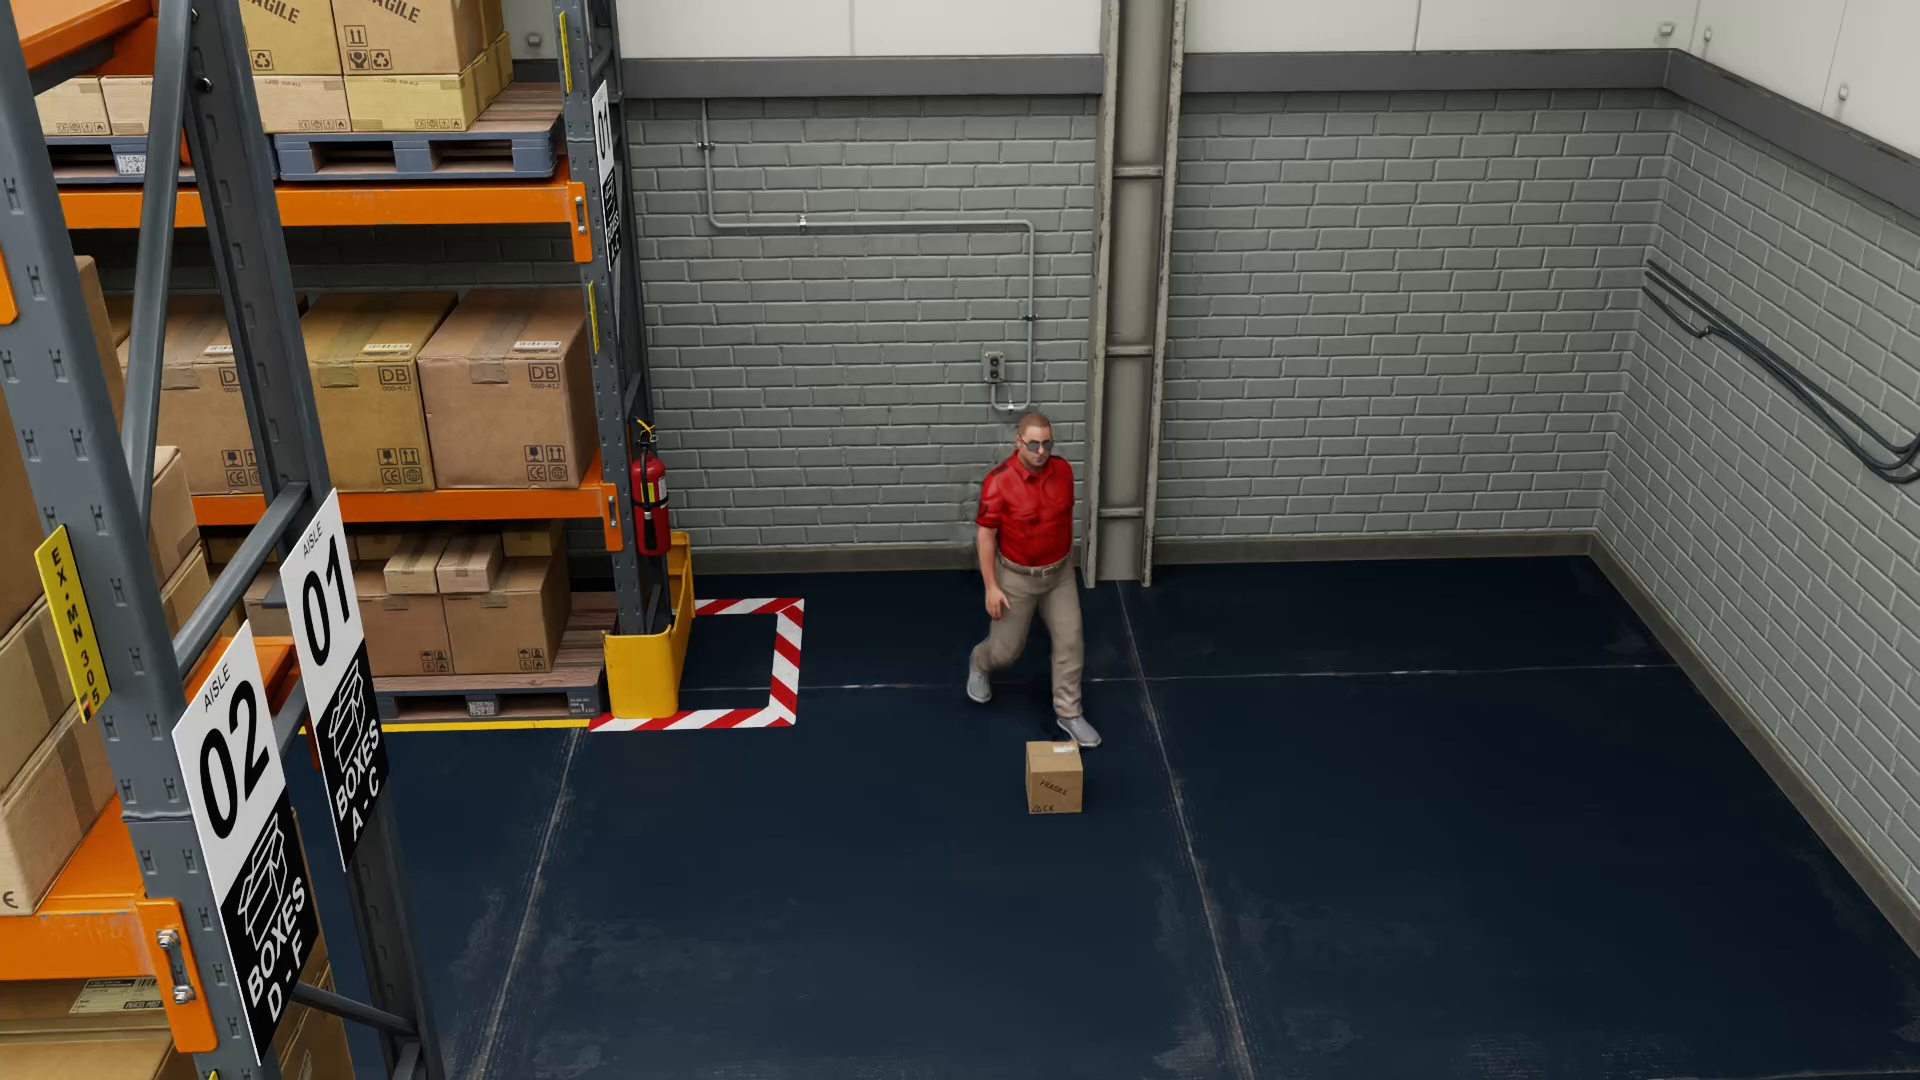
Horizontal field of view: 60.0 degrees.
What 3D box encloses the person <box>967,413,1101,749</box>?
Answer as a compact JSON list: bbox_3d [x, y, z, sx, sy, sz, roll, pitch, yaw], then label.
[{"bbox_3d":[0.367,0.171,8.309,0.593,1.687,0.880,-15,31,-27],"label":"person"}]
